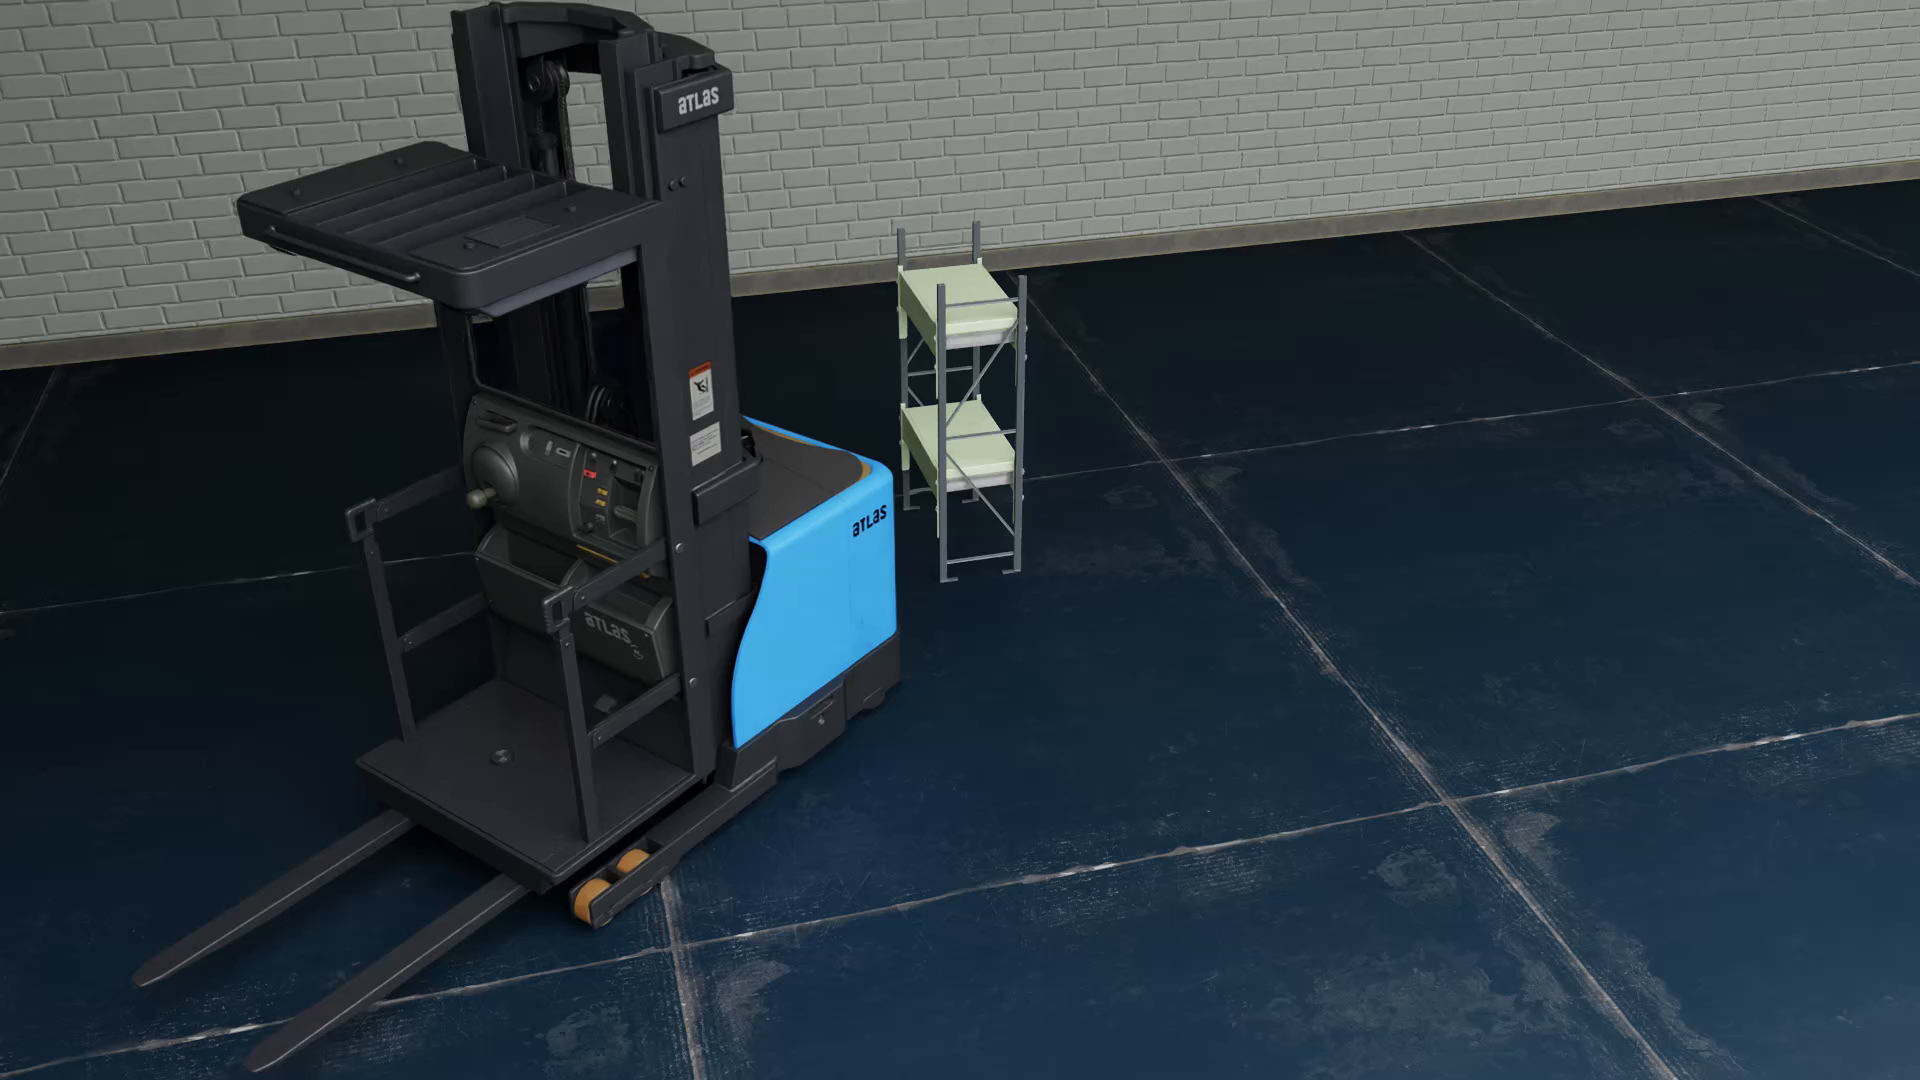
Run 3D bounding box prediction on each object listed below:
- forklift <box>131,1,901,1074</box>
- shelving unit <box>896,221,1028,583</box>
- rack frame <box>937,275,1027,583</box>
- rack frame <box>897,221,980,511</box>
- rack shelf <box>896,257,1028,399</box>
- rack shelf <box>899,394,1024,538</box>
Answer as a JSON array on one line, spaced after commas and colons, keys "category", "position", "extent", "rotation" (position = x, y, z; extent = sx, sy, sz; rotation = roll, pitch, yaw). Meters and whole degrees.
[{"category": "forklift", "position": [-1.520, -0.178, 5.631], "extent": [1.130, 2.935, 3.031], "rotation": [20, 36, 30]}, {"category": "shelving unit", "position": [-0.002, -0.652, 7.880], "extent": [0.431, 1.500, 0.755], "rotation": [-8, 31, -13]}, {"category": "rack frame", "position": [0.095, -0.476, 7.574], "extent": [0.400, 1.500, 0.023], "rotation": [-8, 31, -13]}, {"category": "rack frame", "position": [-0.099, -0.829, 8.185], "extent": [0.400, 1.500, 0.023], "rotation": [-8, 31, -13]}, {"category": "rack shelf", "position": [-0.002, -0.990, 7.684], "extent": [0.431, 0.370, 0.720], "rotation": [-8, 31, -13]}, {"category": "rack shelf", "position": [-0.002, -0.370, 8.043], "extent": [0.431, 0.370, 0.720], "rotation": [-8, 31, -13]}]
